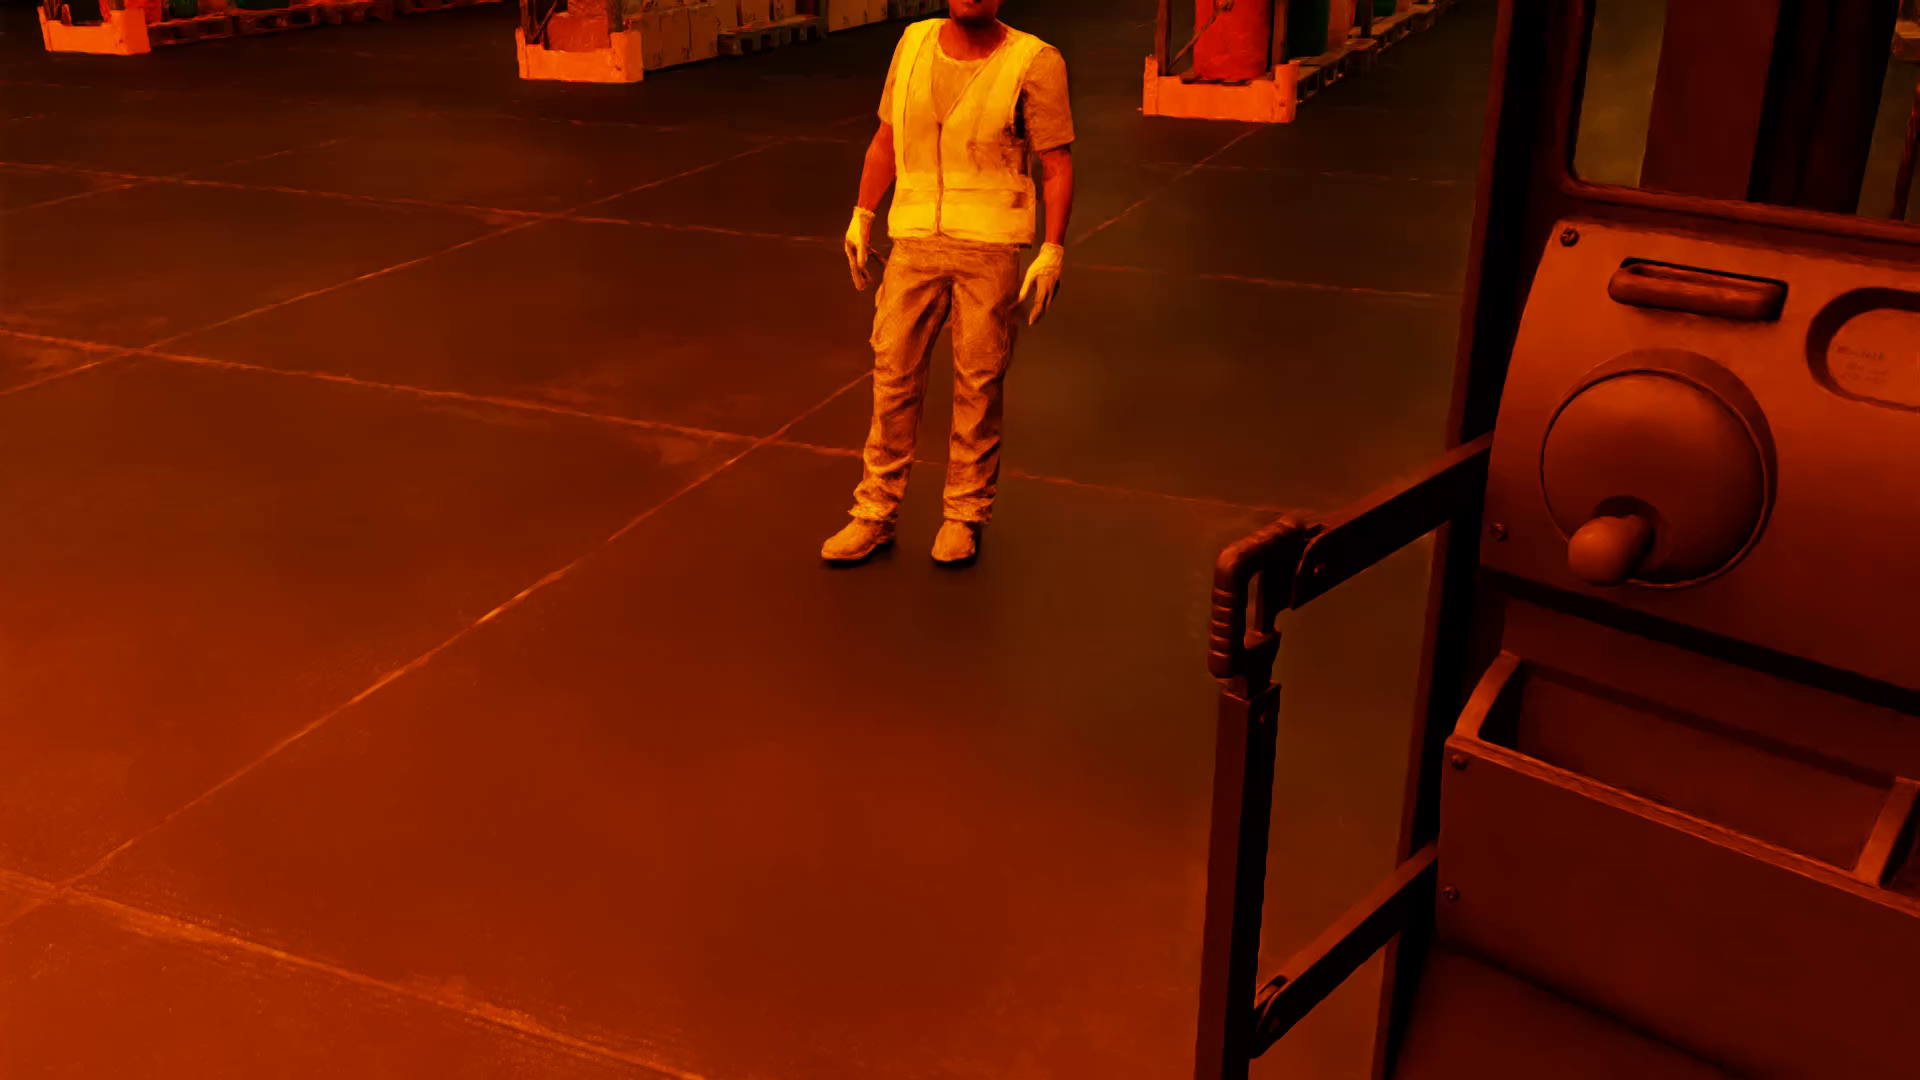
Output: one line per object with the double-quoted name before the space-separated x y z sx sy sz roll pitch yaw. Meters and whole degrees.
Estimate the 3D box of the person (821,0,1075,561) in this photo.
"person" -0.035 -0.804 4.688 0.655 1.782 0.576 9 24 21

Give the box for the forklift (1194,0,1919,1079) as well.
"forklift" 0.828 -0.047 1.406 1.130 2.935 3.031 19 29 38
